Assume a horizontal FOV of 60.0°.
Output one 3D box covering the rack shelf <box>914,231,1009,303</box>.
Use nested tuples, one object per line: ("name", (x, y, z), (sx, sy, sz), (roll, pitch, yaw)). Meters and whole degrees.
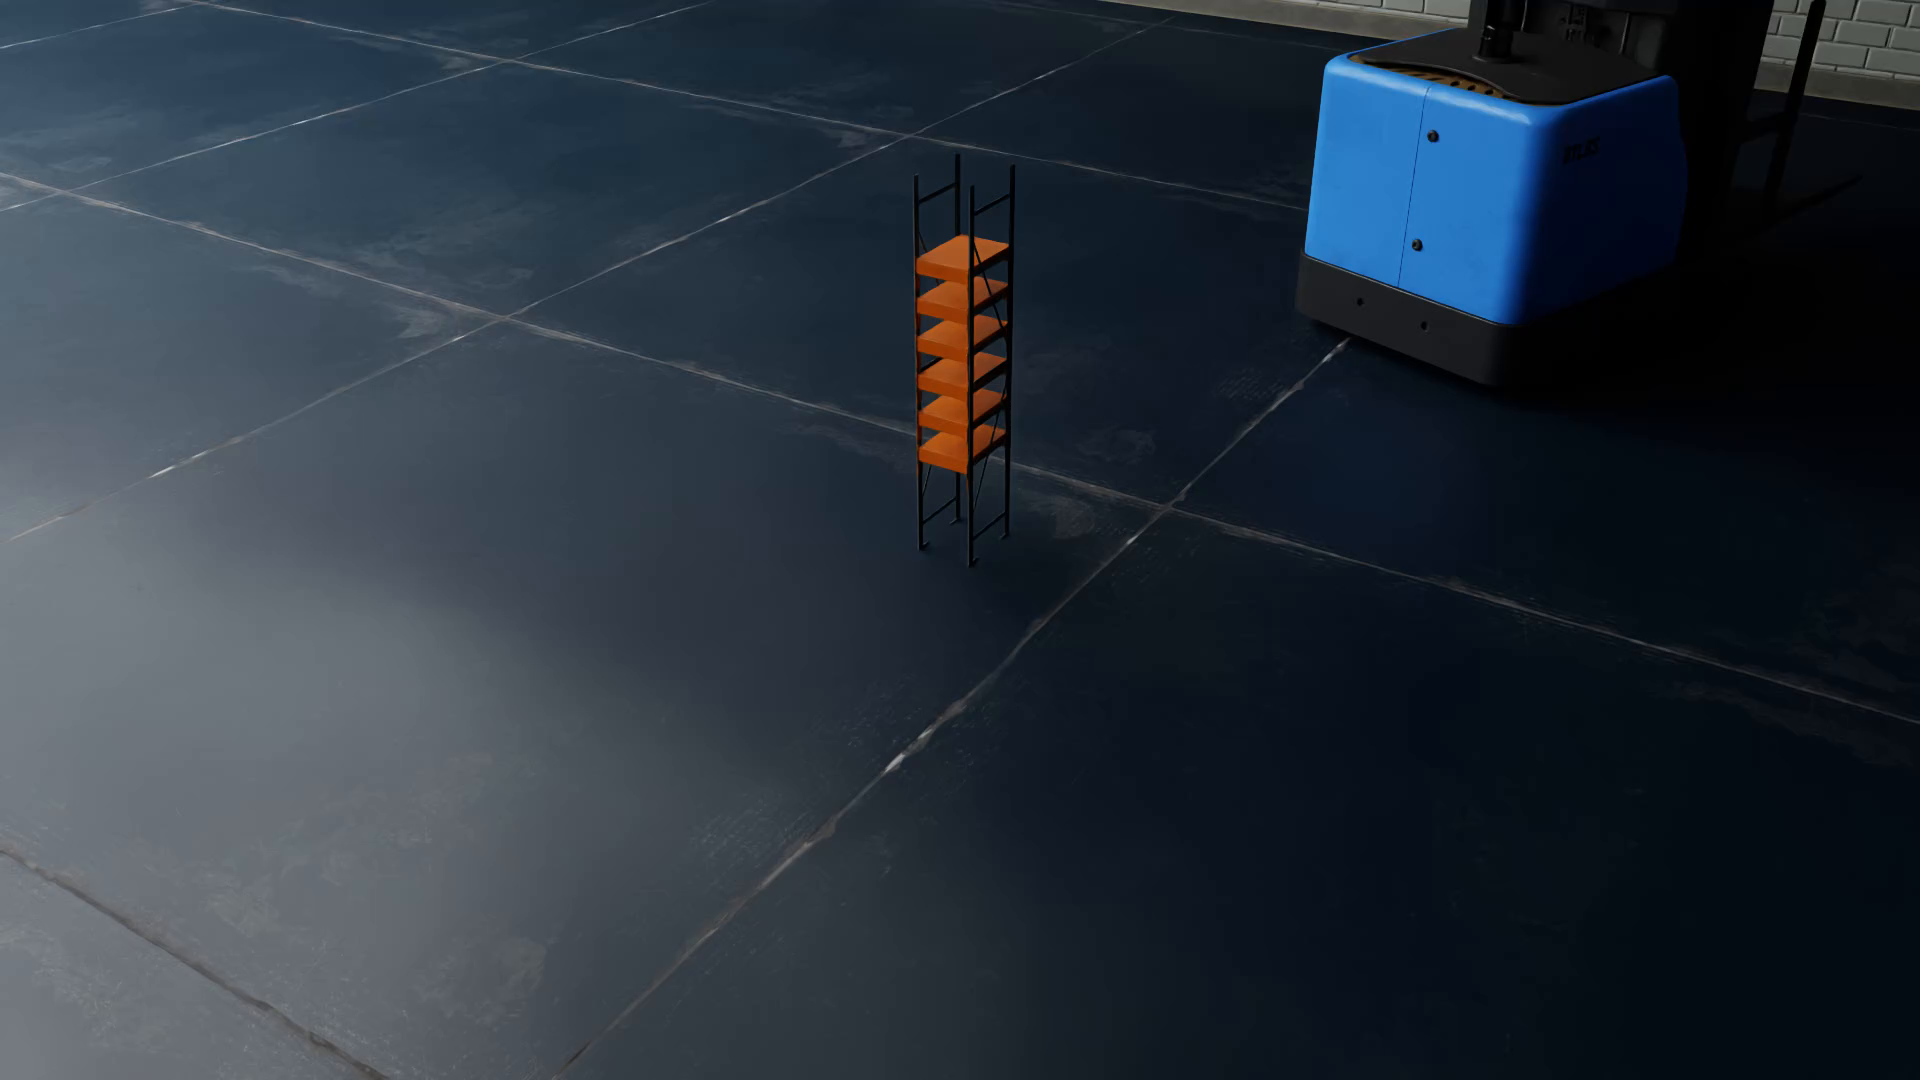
("rack shelf", (0.012, -0.787, 4.782), (0.180, 0.103, 0.258), (18, 35, 27))

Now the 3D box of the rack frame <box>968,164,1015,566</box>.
("rack frame", (0.090, -0.490, 4.899), (0.006, 1.200, 0.240), (18, 35, 27))

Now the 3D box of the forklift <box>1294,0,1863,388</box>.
("forklift", (2.812, -2.423, 6.495), (3.031, 2.935, 1.130), (-22, 37, -33))

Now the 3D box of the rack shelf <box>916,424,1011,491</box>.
("rack shelf", (0.012, -0.269, 5.084), (0.180, 0.103, 0.258), (18, 35, 27))

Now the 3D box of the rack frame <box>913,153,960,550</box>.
("rack frame", (-0.065, -0.539, 4.983), (0.006, 1.200, 0.240), (18, 35, 27))

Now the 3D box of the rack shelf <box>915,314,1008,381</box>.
("rack shelf", (0.012, -0.580, 4.903), (0.180, 0.103, 0.258), (18, 35, 27))

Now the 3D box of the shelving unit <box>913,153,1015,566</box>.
("shelving unit", (0.012, -0.514, 4.941), (0.189, 1.200, 0.258), (18, 35, 27))

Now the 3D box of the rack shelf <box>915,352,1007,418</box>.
("rack shelf", (0.012, -0.476, 4.963), (0.180, 0.103, 0.258), (18, 35, 27))

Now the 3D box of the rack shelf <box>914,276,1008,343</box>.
("rack shelf", (0.012, -0.683, 4.842), (0.180, 0.103, 0.258), (18, 35, 27))

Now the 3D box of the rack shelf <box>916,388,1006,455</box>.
("rack shelf", (0.012, -0.372, 5.024), (0.180, 0.103, 0.258), (18, 35, 27))
